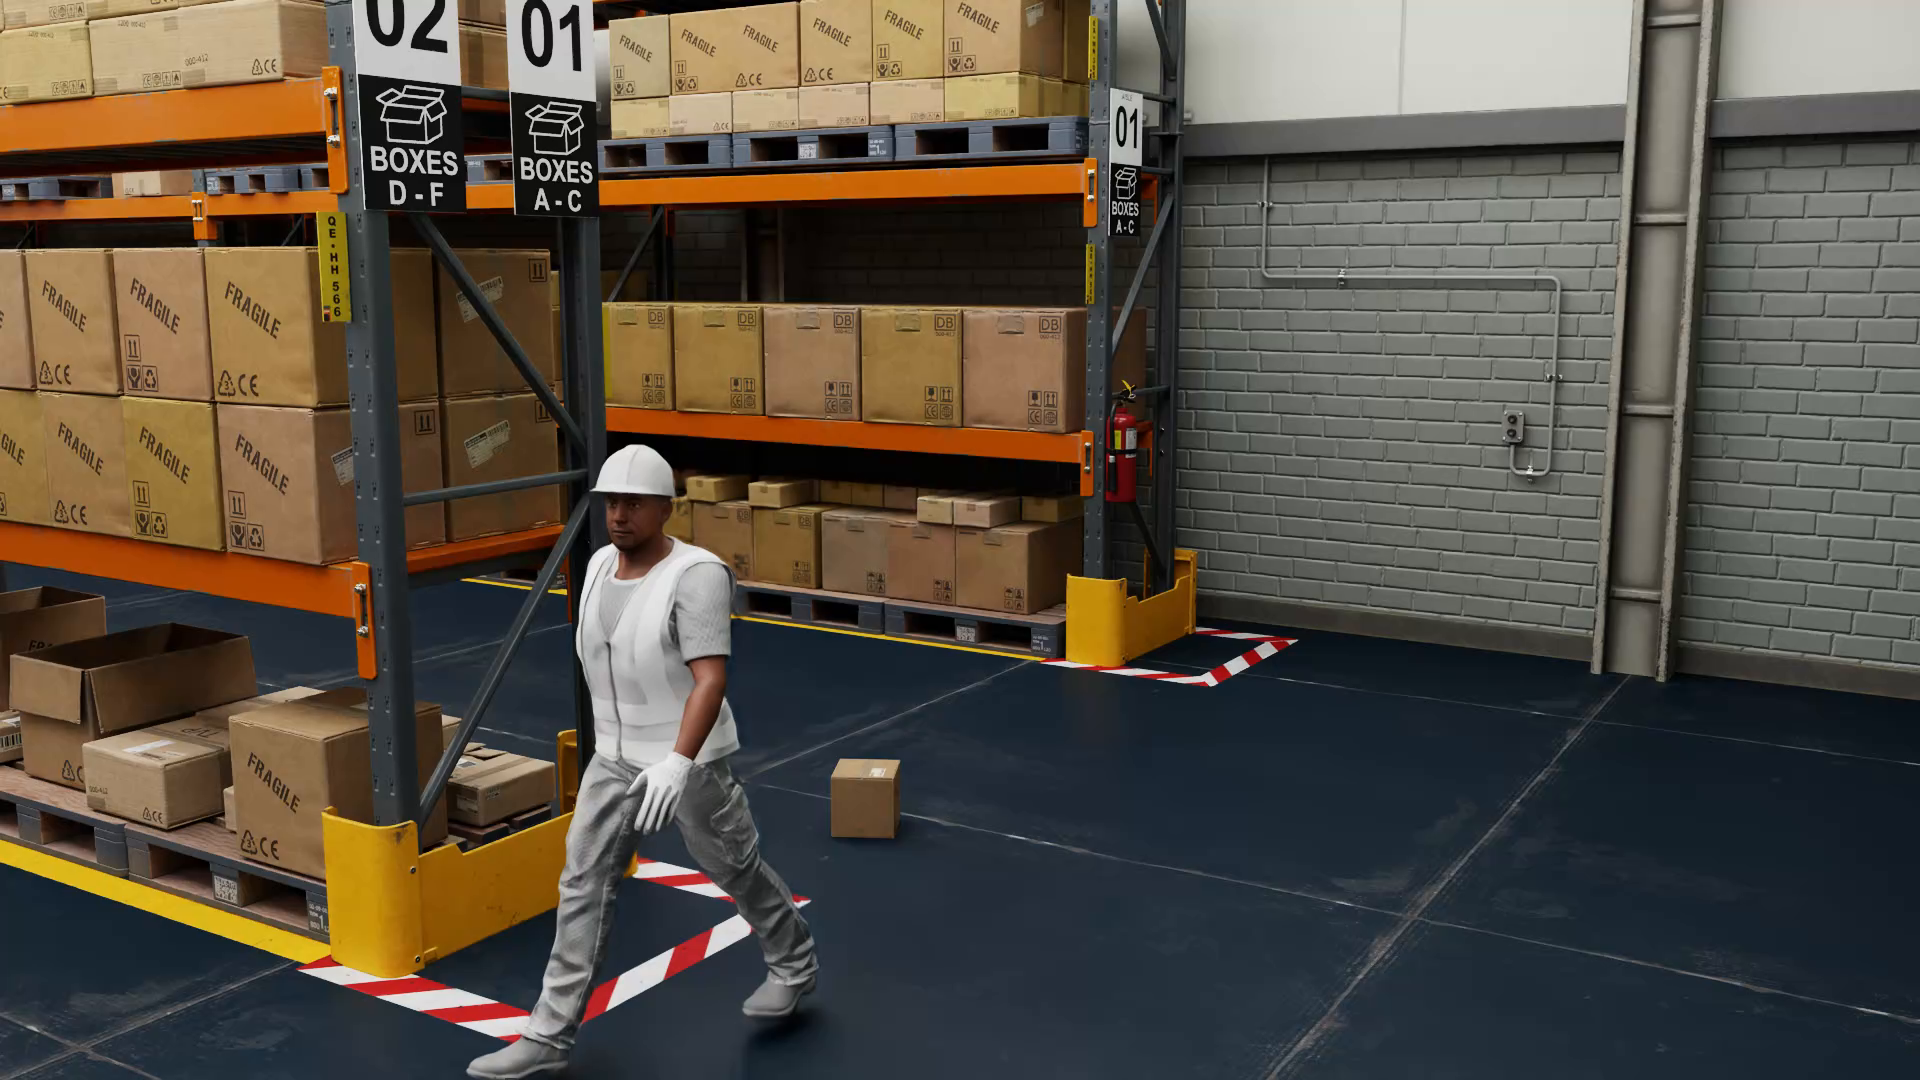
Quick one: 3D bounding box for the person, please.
[{"bbox_3d":[-0.876,0.601,4.629,0.703,1.733,1.052,7,12,37],"label":"person"}]
